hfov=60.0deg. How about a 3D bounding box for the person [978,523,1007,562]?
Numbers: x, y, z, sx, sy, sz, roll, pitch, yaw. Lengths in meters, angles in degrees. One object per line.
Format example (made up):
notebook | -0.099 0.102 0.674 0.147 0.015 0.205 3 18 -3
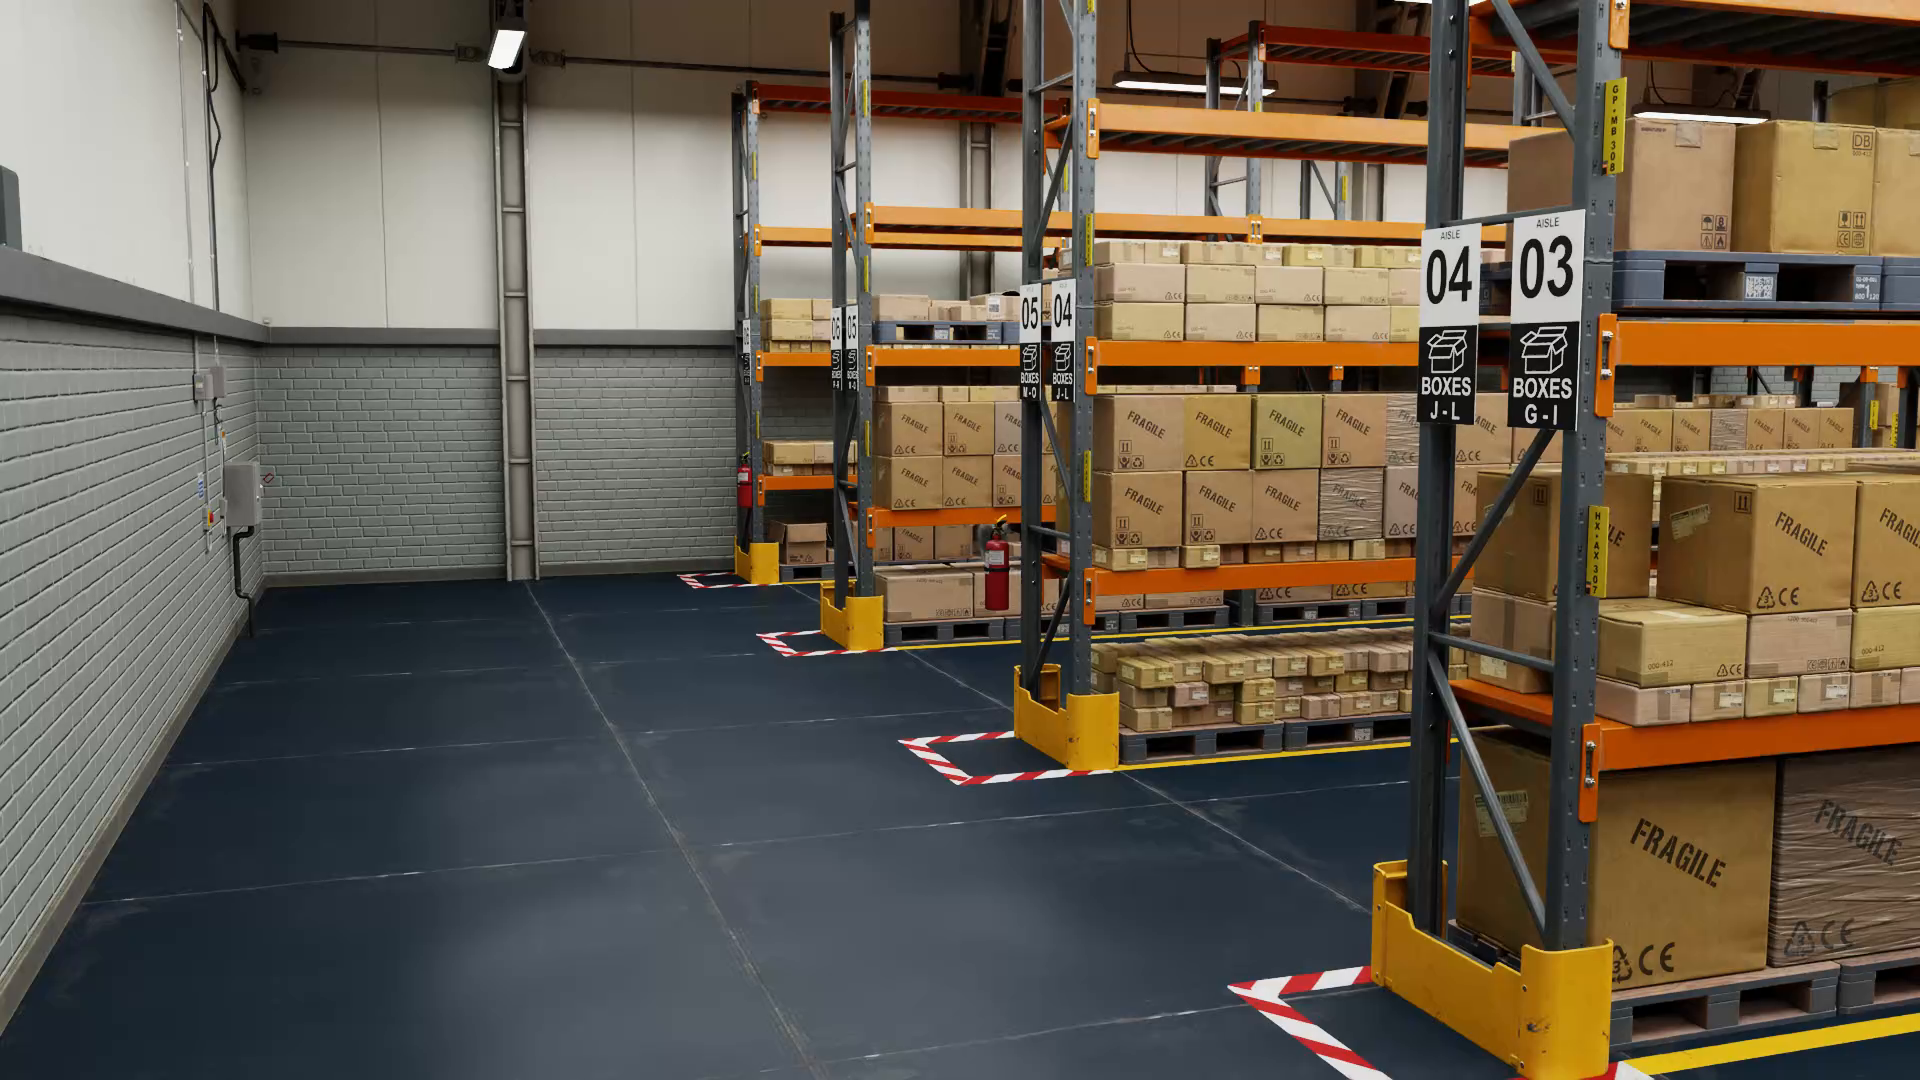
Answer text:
person | 0.339 -0.189 19.525 0.428 1.593 0.473 -3 7 -26
